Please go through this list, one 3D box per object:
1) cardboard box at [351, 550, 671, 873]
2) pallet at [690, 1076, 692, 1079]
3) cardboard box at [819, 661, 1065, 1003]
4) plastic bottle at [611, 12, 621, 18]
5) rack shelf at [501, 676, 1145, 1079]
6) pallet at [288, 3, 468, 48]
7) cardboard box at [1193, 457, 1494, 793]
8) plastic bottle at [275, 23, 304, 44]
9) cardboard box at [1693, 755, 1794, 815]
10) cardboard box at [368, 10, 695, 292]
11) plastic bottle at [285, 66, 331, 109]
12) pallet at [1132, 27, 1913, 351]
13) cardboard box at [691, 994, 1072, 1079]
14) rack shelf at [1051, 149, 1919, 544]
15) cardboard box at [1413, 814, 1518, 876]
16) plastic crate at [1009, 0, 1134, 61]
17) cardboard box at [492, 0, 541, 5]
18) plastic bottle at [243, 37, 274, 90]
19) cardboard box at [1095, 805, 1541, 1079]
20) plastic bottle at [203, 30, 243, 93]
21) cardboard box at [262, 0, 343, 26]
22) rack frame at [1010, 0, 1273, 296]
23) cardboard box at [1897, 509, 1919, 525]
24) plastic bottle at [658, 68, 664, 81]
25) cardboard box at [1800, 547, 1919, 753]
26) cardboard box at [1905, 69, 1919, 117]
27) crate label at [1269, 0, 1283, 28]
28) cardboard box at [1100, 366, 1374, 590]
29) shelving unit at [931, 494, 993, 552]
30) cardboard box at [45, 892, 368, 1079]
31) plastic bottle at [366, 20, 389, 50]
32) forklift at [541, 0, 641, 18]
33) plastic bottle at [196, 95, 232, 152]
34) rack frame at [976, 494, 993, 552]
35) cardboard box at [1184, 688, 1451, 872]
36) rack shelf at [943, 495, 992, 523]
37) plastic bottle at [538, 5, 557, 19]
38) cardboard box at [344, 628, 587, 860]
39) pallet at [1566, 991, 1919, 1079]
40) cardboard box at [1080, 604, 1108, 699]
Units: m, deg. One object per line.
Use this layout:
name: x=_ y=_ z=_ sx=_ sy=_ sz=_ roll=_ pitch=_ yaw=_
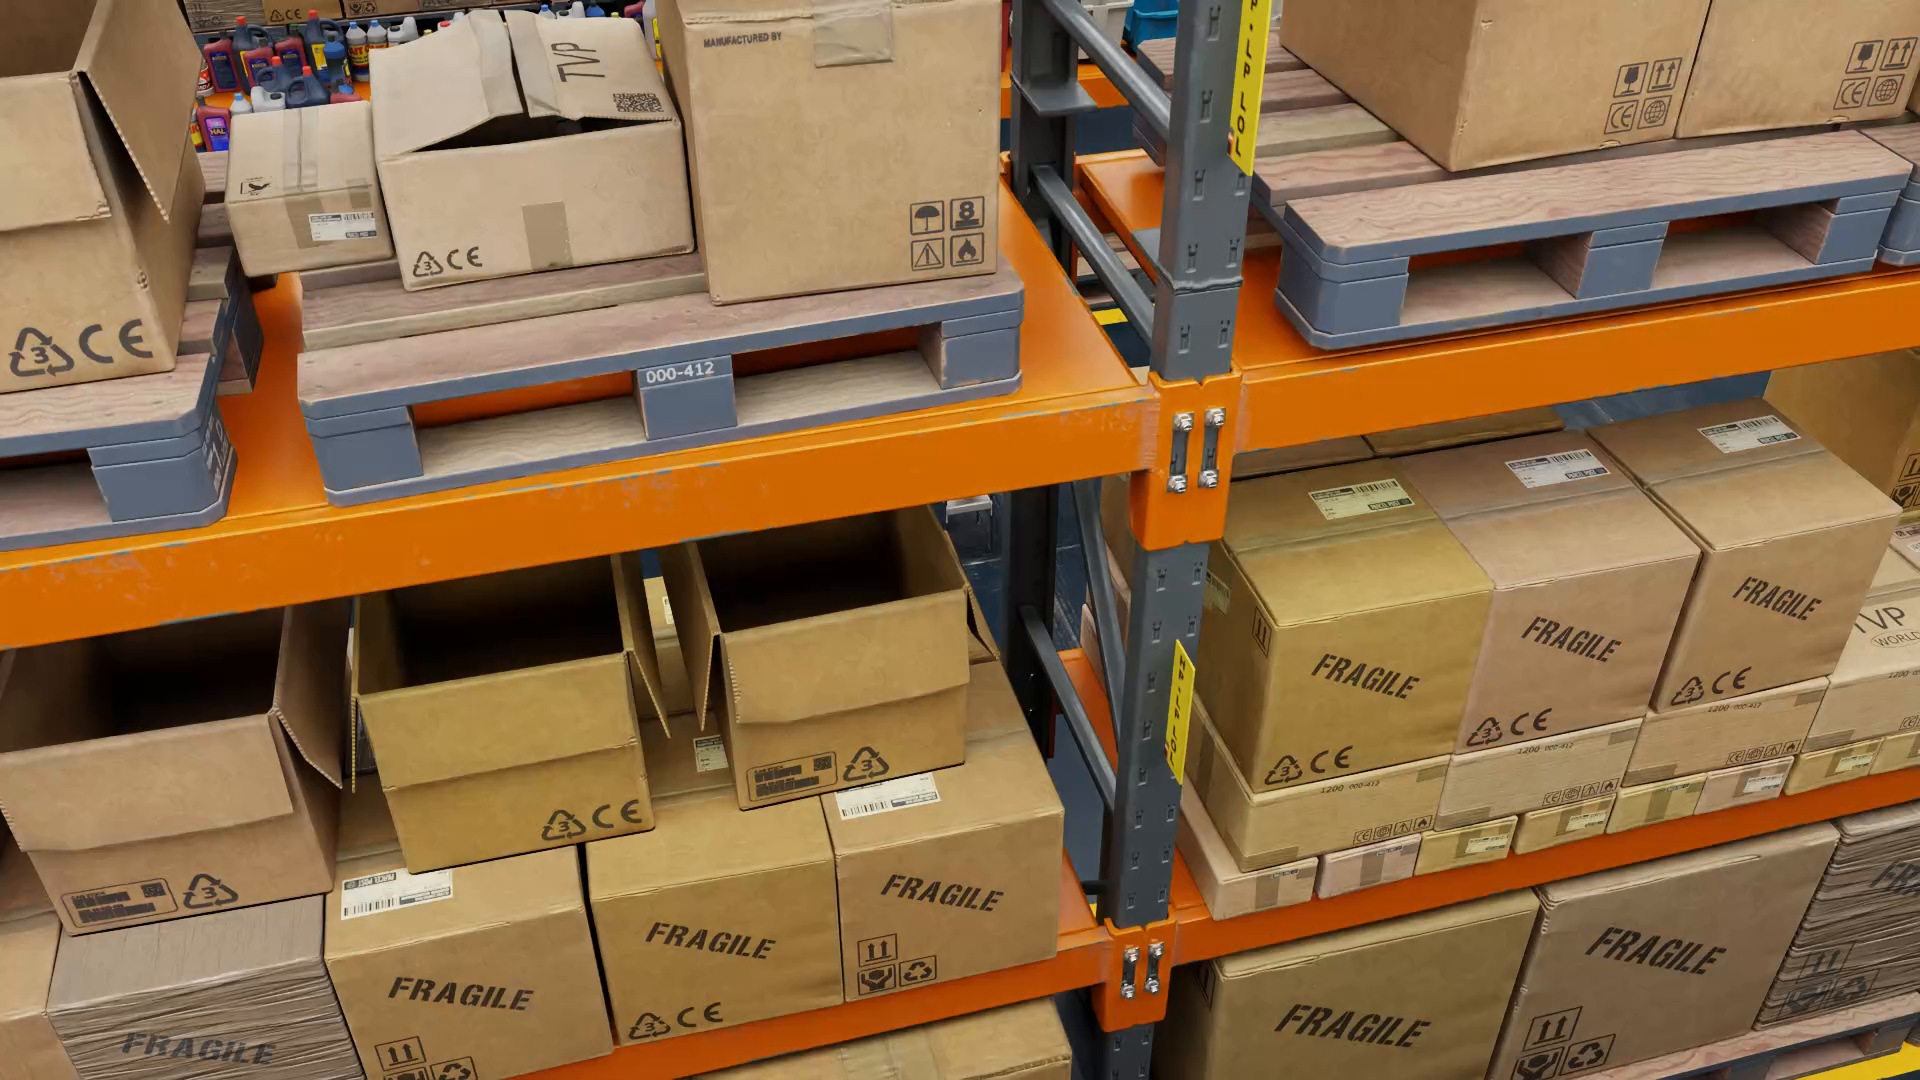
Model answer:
cardboard box: x=-0.980 y=0.238 z=3.563 sx=0.637 sy=0.503 sz=0.797 roll=-9 pitch=38 yaw=-11
pallet: x=-0.426 y=1.742 z=4.799 sx=1.213 sy=0.211 sz=1.003 roll=-9 pitch=38 yaw=-12
cardboard box: x=-0.081 y=0.662 z=3.833 sx=0.500 sy=0.500 sz=0.500 roll=-9 pitch=38 yaw=-12
plastic bottle: x=-1.692 y=-2.500 z=8.213 sx=0.097 sy=0.201 sz=0.097 roll=0 pitch=37 yaw=0
rack shelf: x=-1.631 y=1.070 z=3.974 sx=4.000 sy=0.370 sz=1.077 roll=-9 pitch=38 yaw=-12
pallet: x=-4.235 y=-3.889 z=12.161 sx=1.213 sy=0.211 sz=1.003 roll=-9 pitch=38 yaw=-12
cardboard box: x=0.829 y=0.186 z=3.800 sx=0.500 sy=0.500 sz=0.500 roll=-9 pitch=38 yaw=-12
plastic bottle: x=-3.163 y=-2.303 z=7.888 sx=0.133 sy=0.283 sz=0.061 roll=-9 pitch=38 yaw=-12
cardboard box: x=1.923 y=0.510 z=4.321 sx=0.250 sy=0.149 sz=0.380 roll=-9 pitch=38 yaw=-11
cardboard box: x=-0.783 y=-0.734 z=2.999 sx=0.500 sy=0.311 sz=0.500 roll=-11 pitch=39 yaw=-13
plastic bottle: x=-2.857 y=-1.906 z=7.313 sx=0.185 sy=0.351 sz=0.144 roll=-9 pitch=38 yaw=-12
pallet: x=1.092 y=-0.812 z=3.446 sx=1.213 sy=0.211 sz=1.003 roll=-9 pitch=38 yaw=-12
cardboard box: x=-0.313 y=1.258 z=4.540 sx=0.875 sy=0.875 sz=1.225 roll=-9 pitch=38 yaw=-12
rack shelf: x=2.230 y=-0.755 z=3.891 sx=4.000 sy=0.370 sz=1.077 roll=-9 pitch=38 yaw=-12
cardboard box: x=1.180 y=0.632 z=4.162 sx=0.250 sy=0.149 sz=0.380 roll=-8 pitch=38 yaw=-10
plastic crate: x=0.530 y=-2.548 z=8.160 sx=0.530 sy=0.282 sz=0.437 roll=-9 pitch=38 yaw=-12
cardboard box: x=-3.161 y=-4.206 z=11.974 sx=0.500 sy=0.500 sz=0.500 roll=-9 pitch=38 yaw=-12
plastic bottle: x=-3.255 y=-2.197 z=7.750 sx=0.133 sy=0.283 sz=0.061 roll=-9 pitch=38 yaw=-12
cardboard box: x=0.958 y=1.087 z=4.763 sx=0.875 sy=0.875 sz=0.875 roll=-9 pitch=38 yaw=-12
plastic bottle: x=-3.471 y=-2.253 z=7.822 sx=0.133 sy=0.283 sz=0.061 roll=-9 pitch=38 yaw=-12
cardboard box: x=-4.638 y=-3.959 z=11.652 sx=0.500 sy=0.500 sz=0.500 roll=-10 pitch=38 yaw=-13
rack frame: x=0.300 y=-1.915 z=2.347 sx=0.127 sy=3.000 sz=1.000 roll=-9 pitch=38 yaw=-12
cardboard box: x=2.641 y=-0.143 z=4.847 sx=0.500 sy=0.250 sz=0.500 roll=-11 pitch=39 yaw=-13
plastic bottle: x=-1.393 y=-2.072 z=7.653 sx=0.097 sy=0.201 sz=0.097 roll=0 pitch=37 yaw=0
cardboard box: x=2.280 y=0.254 z=4.328 sx=0.500 sy=0.250 sz=0.500 roll=-9 pitch=38 yaw=-12
cardboard box: x=2.101 y=-1.211 z=3.385 sx=0.500 sy=0.500 sz=0.700 roll=-8 pitch=38 yaw=-10
crate label: x=1.584 y=-2.659 z=8.425 sx=0.243 sy=0.136 sz=0.396 roll=-9 pitch=38 yaw=-12
cardboard box: x=0.674 y=-0.118 z=4.197 sx=0.500 sy=0.500 sz=0.500 roll=-8 pitch=38 yaw=-11
shelving unit: x=0.008 y=-0.359 z=6.978 sx=0.210 sy=0.900 sz=0.258 roll=-9 pitch=38 yaw=-12
cardboard box: x=-1.548 y=0.900 z=3.522 sx=0.500 sy=0.500 sz=0.500 roll=-9 pitch=38 yaw=-12
plastic bottle: x=-2.775 y=-2.351 z=7.960 sx=0.097 sy=0.271 sz=0.097 roll=0 pitch=37 yaw=0
forklift: x=-2.214 y=-3.897 z=9.932 sx=3.031 sy=2.935 sz=1.130 roll=-2 pitch=37 yaw=-3
plastic bottle: x=-3.224 y=-1.793 z=7.221 sx=0.133 sy=0.283 sz=0.061 roll=-9 pitch=38 yaw=-12
rack frame: x=0.106 y=-0.375 z=6.999 sx=0.006 sy=0.900 sz=0.240 roll=-9 pitch=38 yaw=-12
cardboard box: x=0.821 y=0.489 z=4.021 sx=0.500 sy=0.250 sz=0.500 roll=-10 pitch=39 yaw=-13
rack shelf: x=0.008 y=-0.189 z=7.108 sx=0.200 sy=0.077 sz=0.258 roll=-9 pitch=38 yaw=-12
plastic bottle: x=-2.010 y=-2.476 z=8.124 sx=0.097 sy=0.271 sz=0.097 roll=0 pitch=37 yaw=0
cardboard box: x=-1.178 y=0.514 z=4.027 sx=0.500 sy=0.500 sz=0.500 roll=-10 pitch=39 yaw=-13
pallet: x=2.234 y=1.305 z=5.370 sx=1.213 sy=0.211 sz=1.003 roll=-9 pitch=38 yaw=-12
cardboard box: x=0.509 y=0.327 z=4.560 sx=0.250 sy=0.149 sz=0.380 roll=-9 pitch=38 yaw=-12
